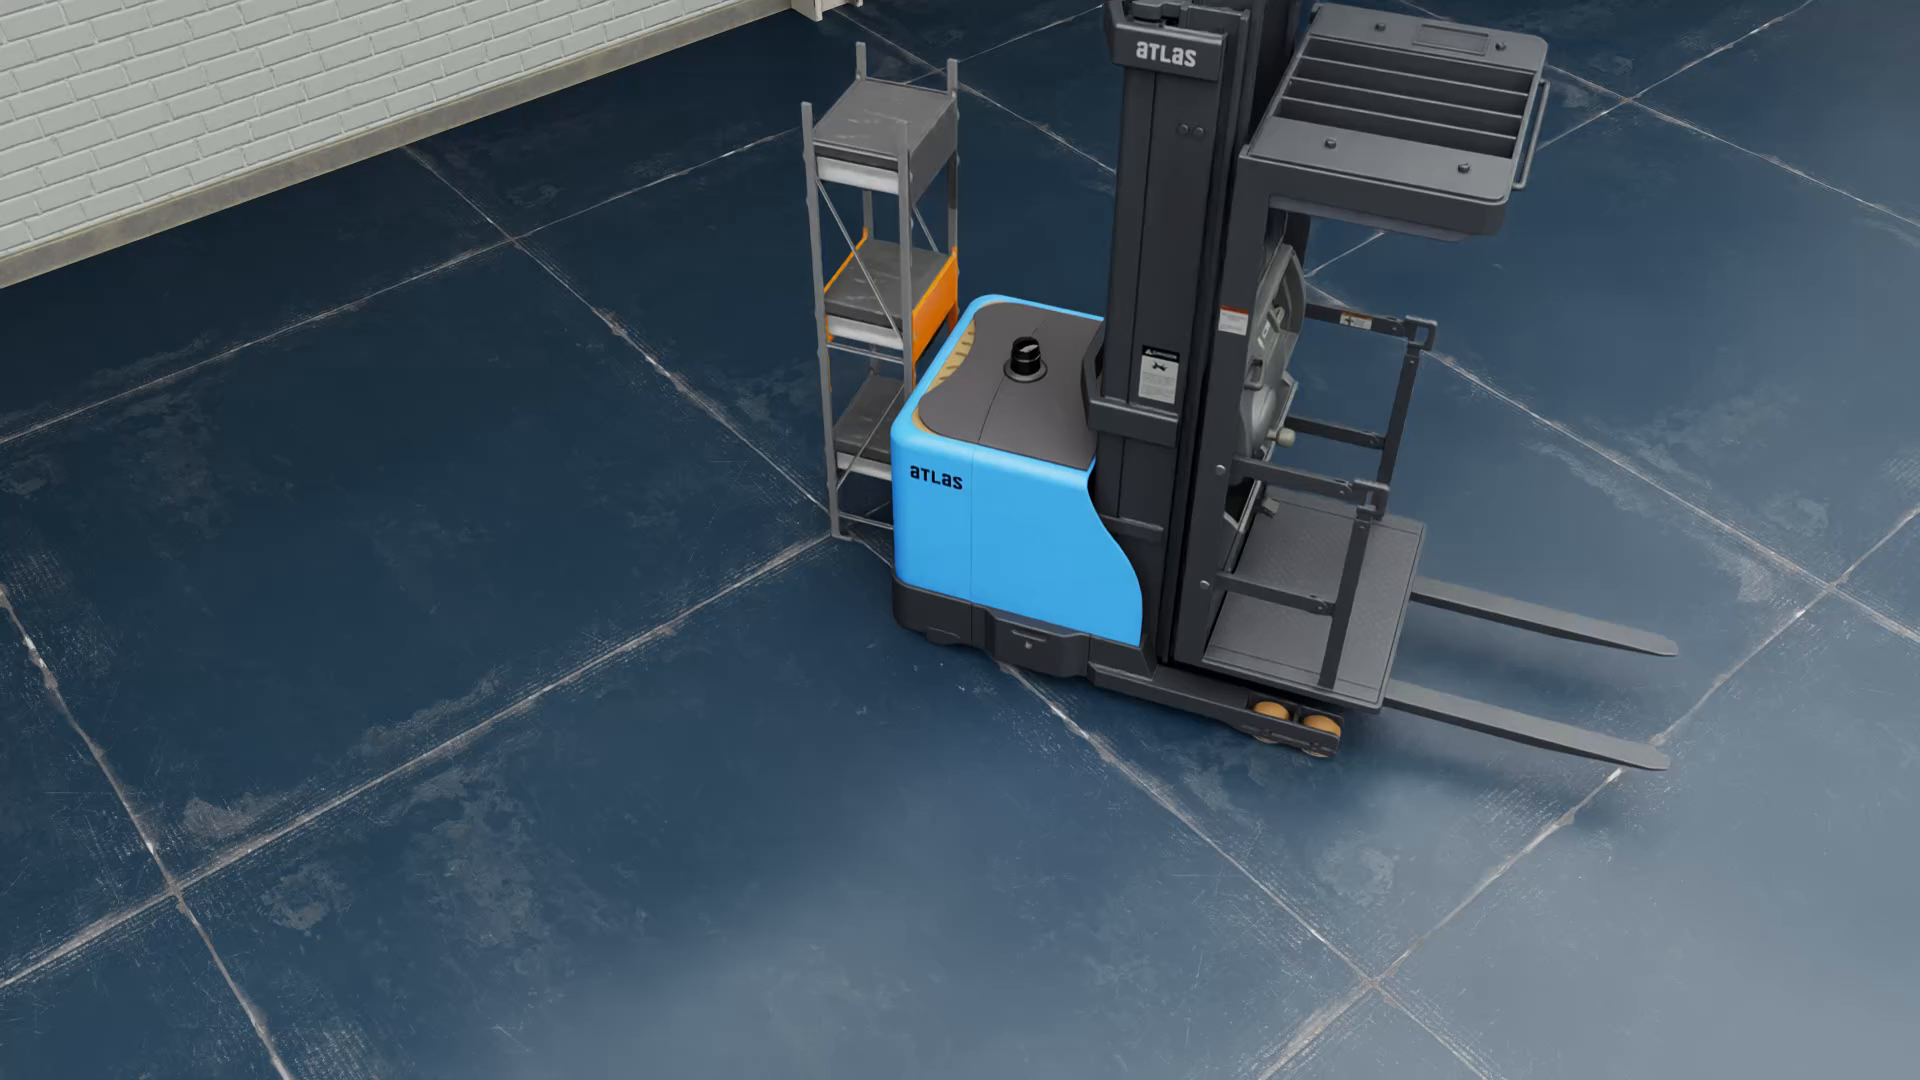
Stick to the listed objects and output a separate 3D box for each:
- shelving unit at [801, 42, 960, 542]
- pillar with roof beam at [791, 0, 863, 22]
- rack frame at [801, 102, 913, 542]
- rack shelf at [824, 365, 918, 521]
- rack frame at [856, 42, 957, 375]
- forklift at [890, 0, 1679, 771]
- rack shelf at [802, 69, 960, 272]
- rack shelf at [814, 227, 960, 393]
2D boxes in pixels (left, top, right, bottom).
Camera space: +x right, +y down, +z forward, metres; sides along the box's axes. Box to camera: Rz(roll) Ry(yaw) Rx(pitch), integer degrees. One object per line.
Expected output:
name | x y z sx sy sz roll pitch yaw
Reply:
shelving unit | -0.287 -0.890 6.718 0.431 2.100 0.503 15 45 15
pillar with roof beam | 1.868 -4.594 5.621 0.400 9.000 9.100 -30 51 -28
rack frame | -0.373 -0.734 6.551 0.400 2.100 0.015 15 45 15
rack shelf | -0.287 -0.370 7.206 0.431 0.518 0.480 15 45 15
rack frame | -0.200 -1.046 6.884 0.400 2.100 0.015 15 45 15
forklift | 1.294 -0.647 5.851 3.031 2.935 1.130 15 45 15
rack shelf | -0.287 -1.391 6.248 0.431 0.518 0.480 15 45 15
rack shelf | -0.287 -0.880 6.727 0.431 0.518 0.480 15 45 15
